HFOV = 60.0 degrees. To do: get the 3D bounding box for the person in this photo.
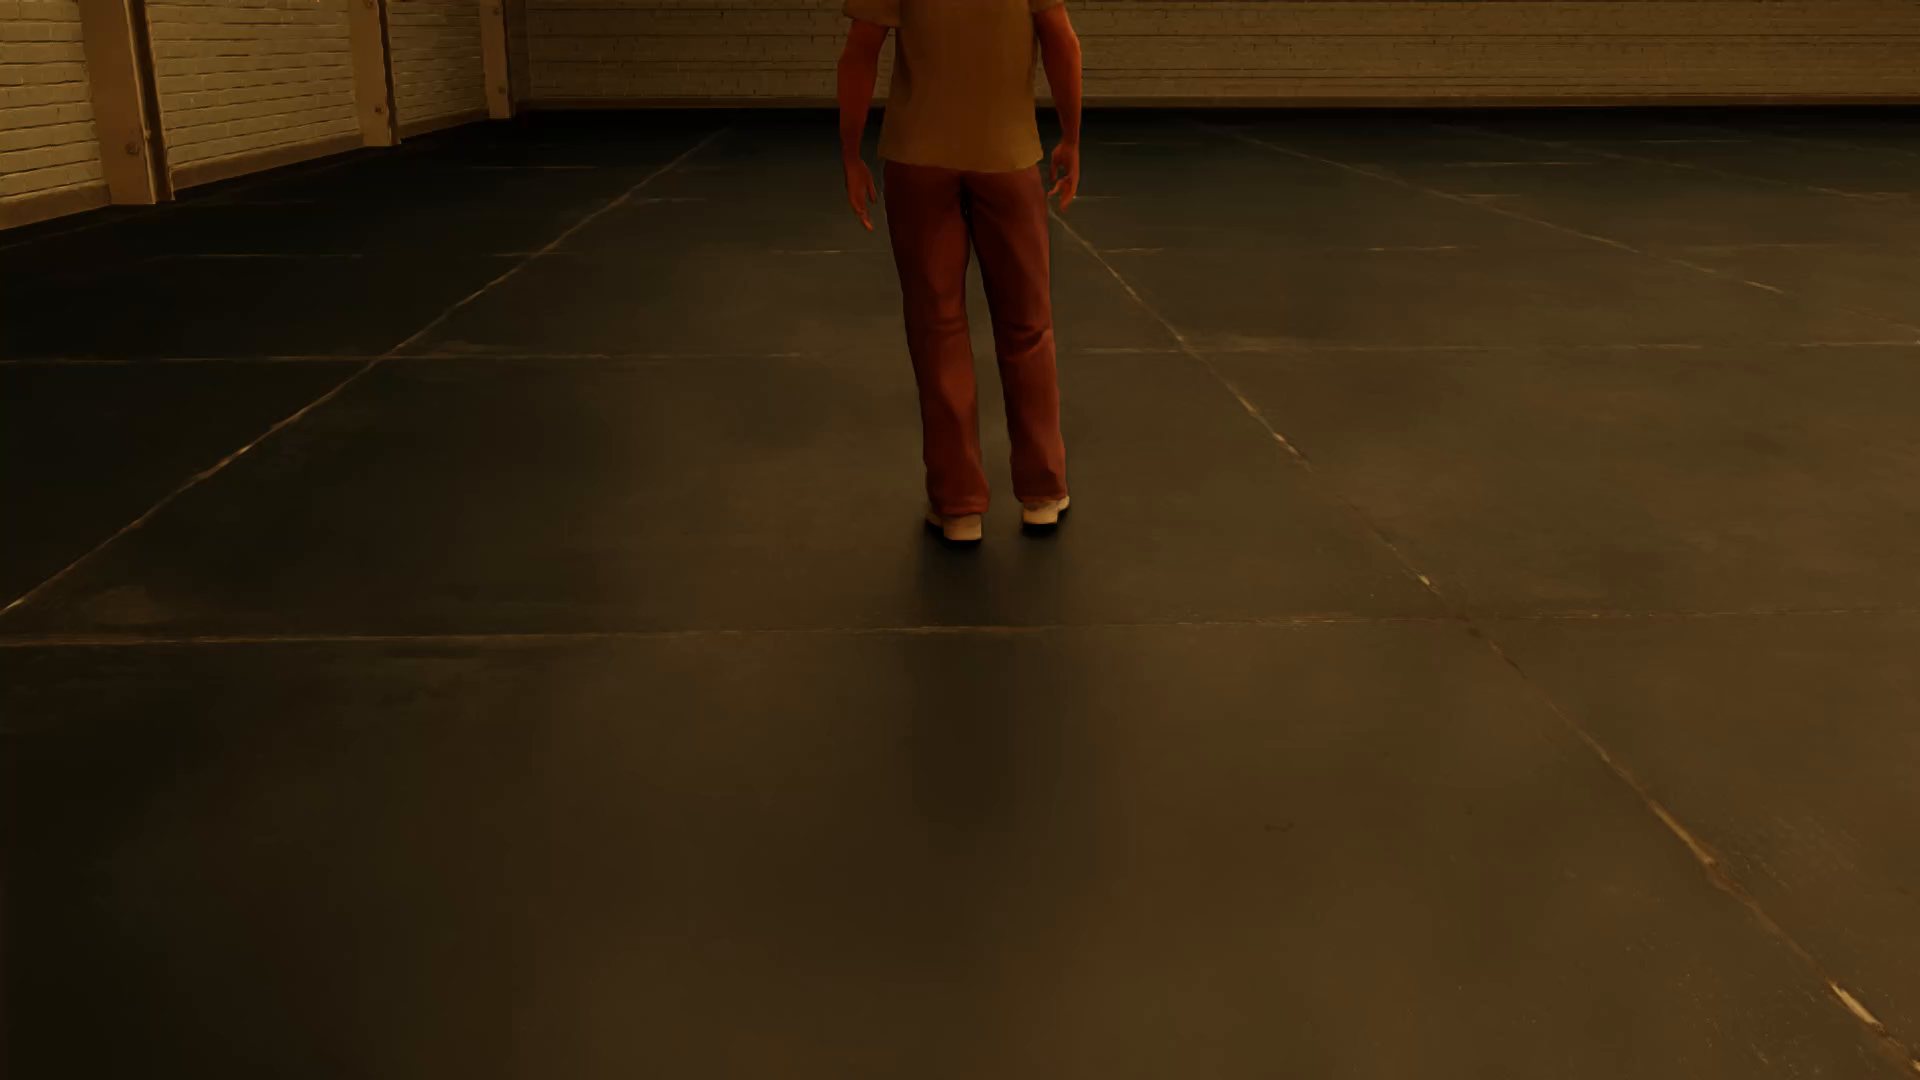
[{"bbox_3d":[0.007,-0.824,3.744,0.554,1.663,0.548,-1,17,-3],"label":"person"}]
